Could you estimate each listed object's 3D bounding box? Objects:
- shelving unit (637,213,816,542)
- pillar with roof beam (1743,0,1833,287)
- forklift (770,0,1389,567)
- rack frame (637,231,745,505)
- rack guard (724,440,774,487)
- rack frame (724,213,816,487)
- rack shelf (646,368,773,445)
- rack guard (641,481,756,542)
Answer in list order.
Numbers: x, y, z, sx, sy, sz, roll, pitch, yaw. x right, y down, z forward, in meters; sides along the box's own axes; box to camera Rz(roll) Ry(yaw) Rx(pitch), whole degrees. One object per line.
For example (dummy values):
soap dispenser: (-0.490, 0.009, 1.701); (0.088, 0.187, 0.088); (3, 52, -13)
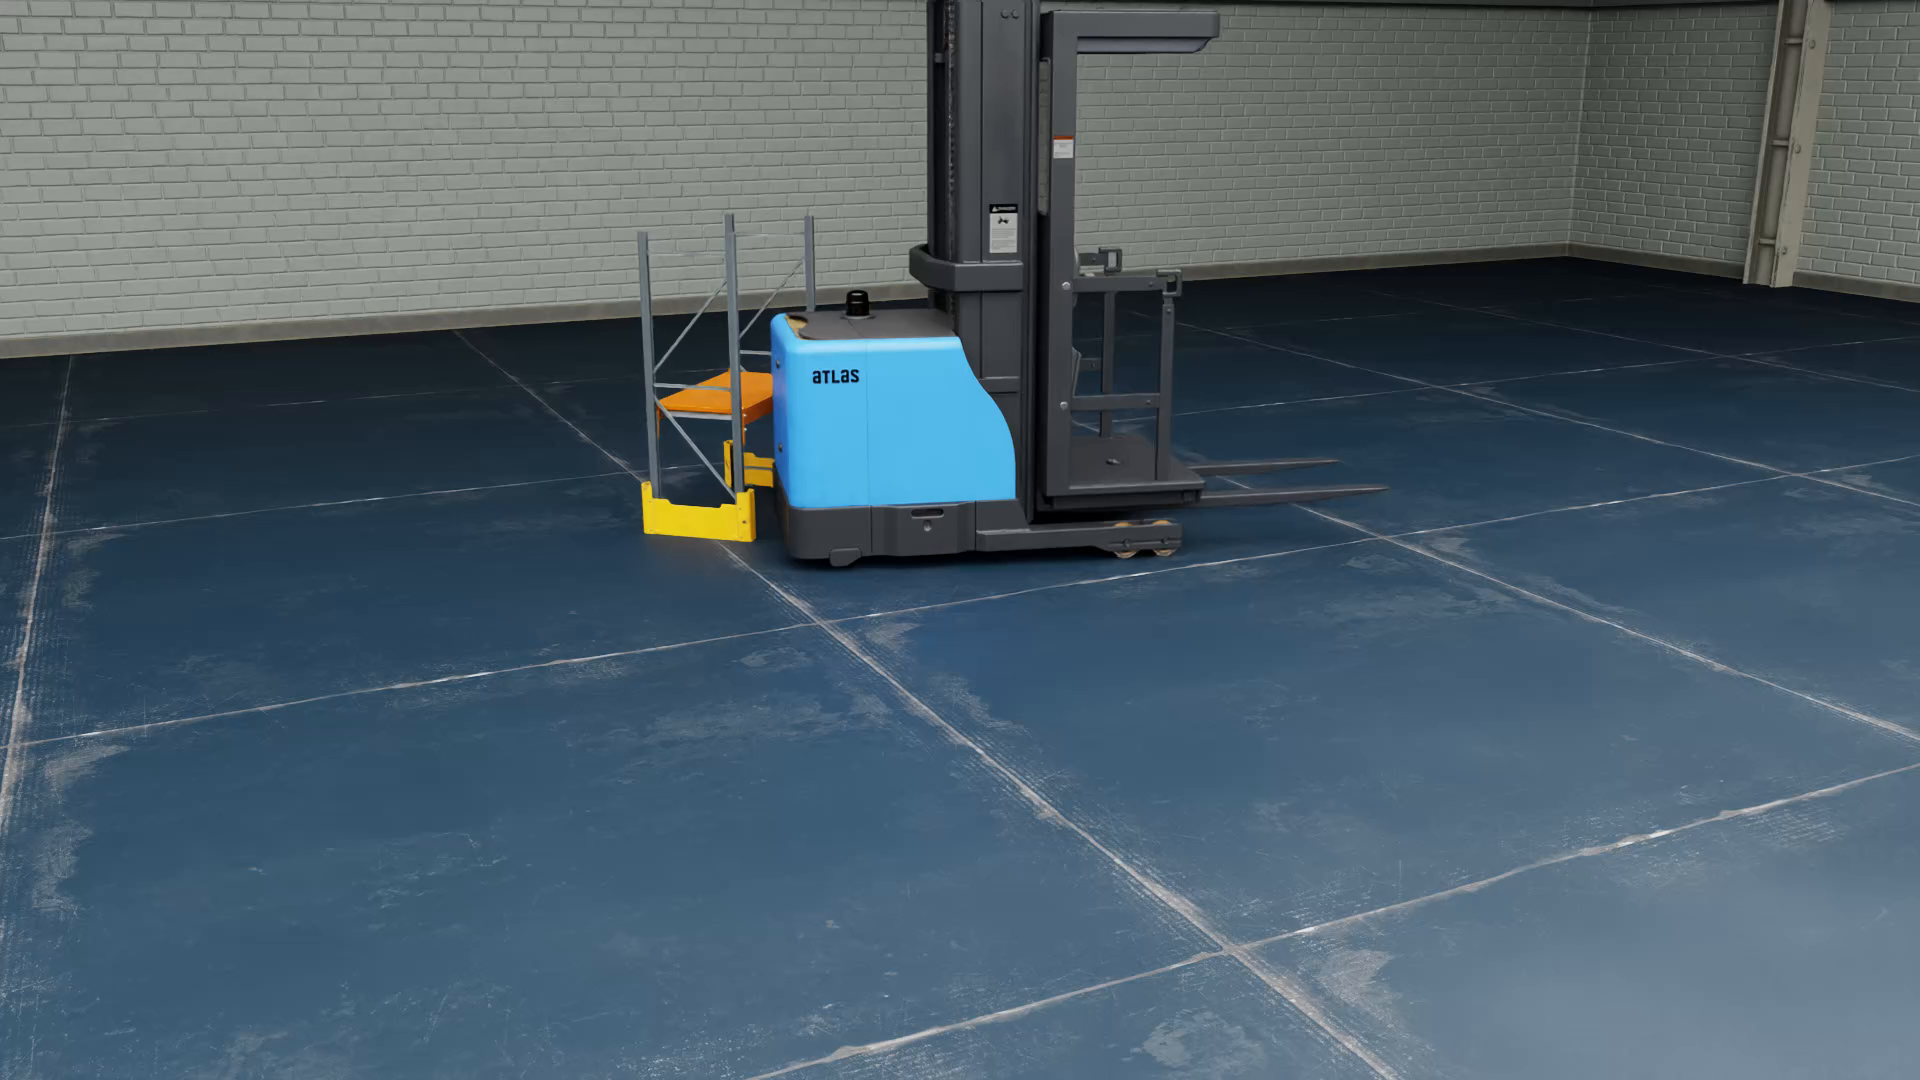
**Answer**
shelving unit: (-1.164, -0.875, 8.582); (0.587, 1.500, 1.083); (5, 17, 16)
pillar with roof beam: (4.760, -6.535, 14.708); (9.100, 9.000, 0.400); (-8, 18, -25)
forklift: (0.608, -1.465, 8.043); (3.031, 2.935, 1.130); (-3, 16, -10)
rack frame: (-1.305, -0.743, 8.122); (0.500, 1.500, 0.032); (5, 17, 16)
rack guard: (-1.023, -0.406, 9.214); (0.587, 0.250, 0.087); (5, 17, 16)
rack frame: (-1.018, -1.012, 9.060); (0.500, 1.500, 0.032); (5, 17, 16)
rack shelf: (-1.161, -0.705, 8.640); (0.538, 0.185, 1.000); (5, 17, 16)
rack guard: (-1.304, -0.143, 8.295); (0.587, 0.250, 0.087); (5, 17, 16)
